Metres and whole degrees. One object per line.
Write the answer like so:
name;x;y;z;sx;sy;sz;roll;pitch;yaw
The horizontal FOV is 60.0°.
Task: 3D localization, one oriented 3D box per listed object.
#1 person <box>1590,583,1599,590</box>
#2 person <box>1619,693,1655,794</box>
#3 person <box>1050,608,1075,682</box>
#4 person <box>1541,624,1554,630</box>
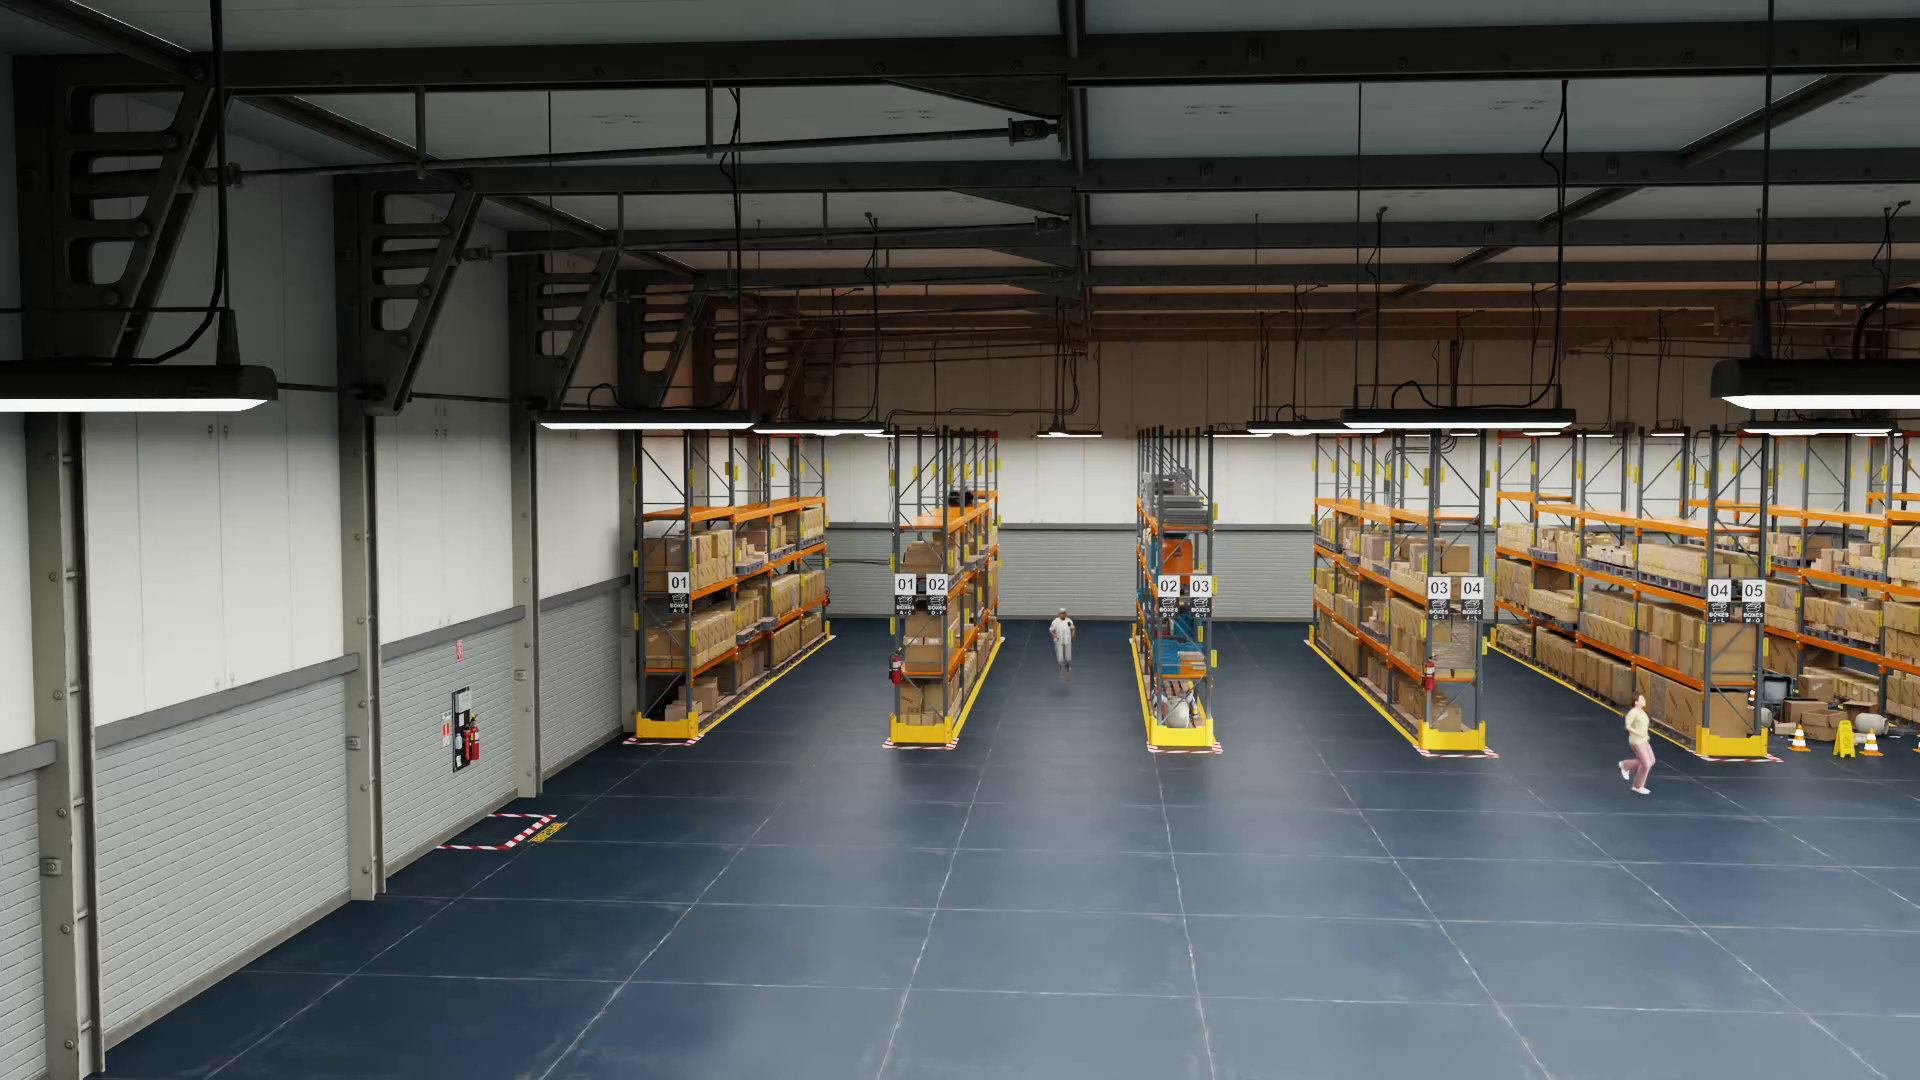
person;18.041;2.045;47.280;0.921;1.658;0.579;0;3;-4
person;10.998;3.290;27.074;0.568;1.629;0.621;3;5;41
person;2.346;2.396;37.934;0.604;1.698;0.581;0;3;-1
person;16.554;2.097;46.731;0.703;1.680;0.677;-2;4;-34
